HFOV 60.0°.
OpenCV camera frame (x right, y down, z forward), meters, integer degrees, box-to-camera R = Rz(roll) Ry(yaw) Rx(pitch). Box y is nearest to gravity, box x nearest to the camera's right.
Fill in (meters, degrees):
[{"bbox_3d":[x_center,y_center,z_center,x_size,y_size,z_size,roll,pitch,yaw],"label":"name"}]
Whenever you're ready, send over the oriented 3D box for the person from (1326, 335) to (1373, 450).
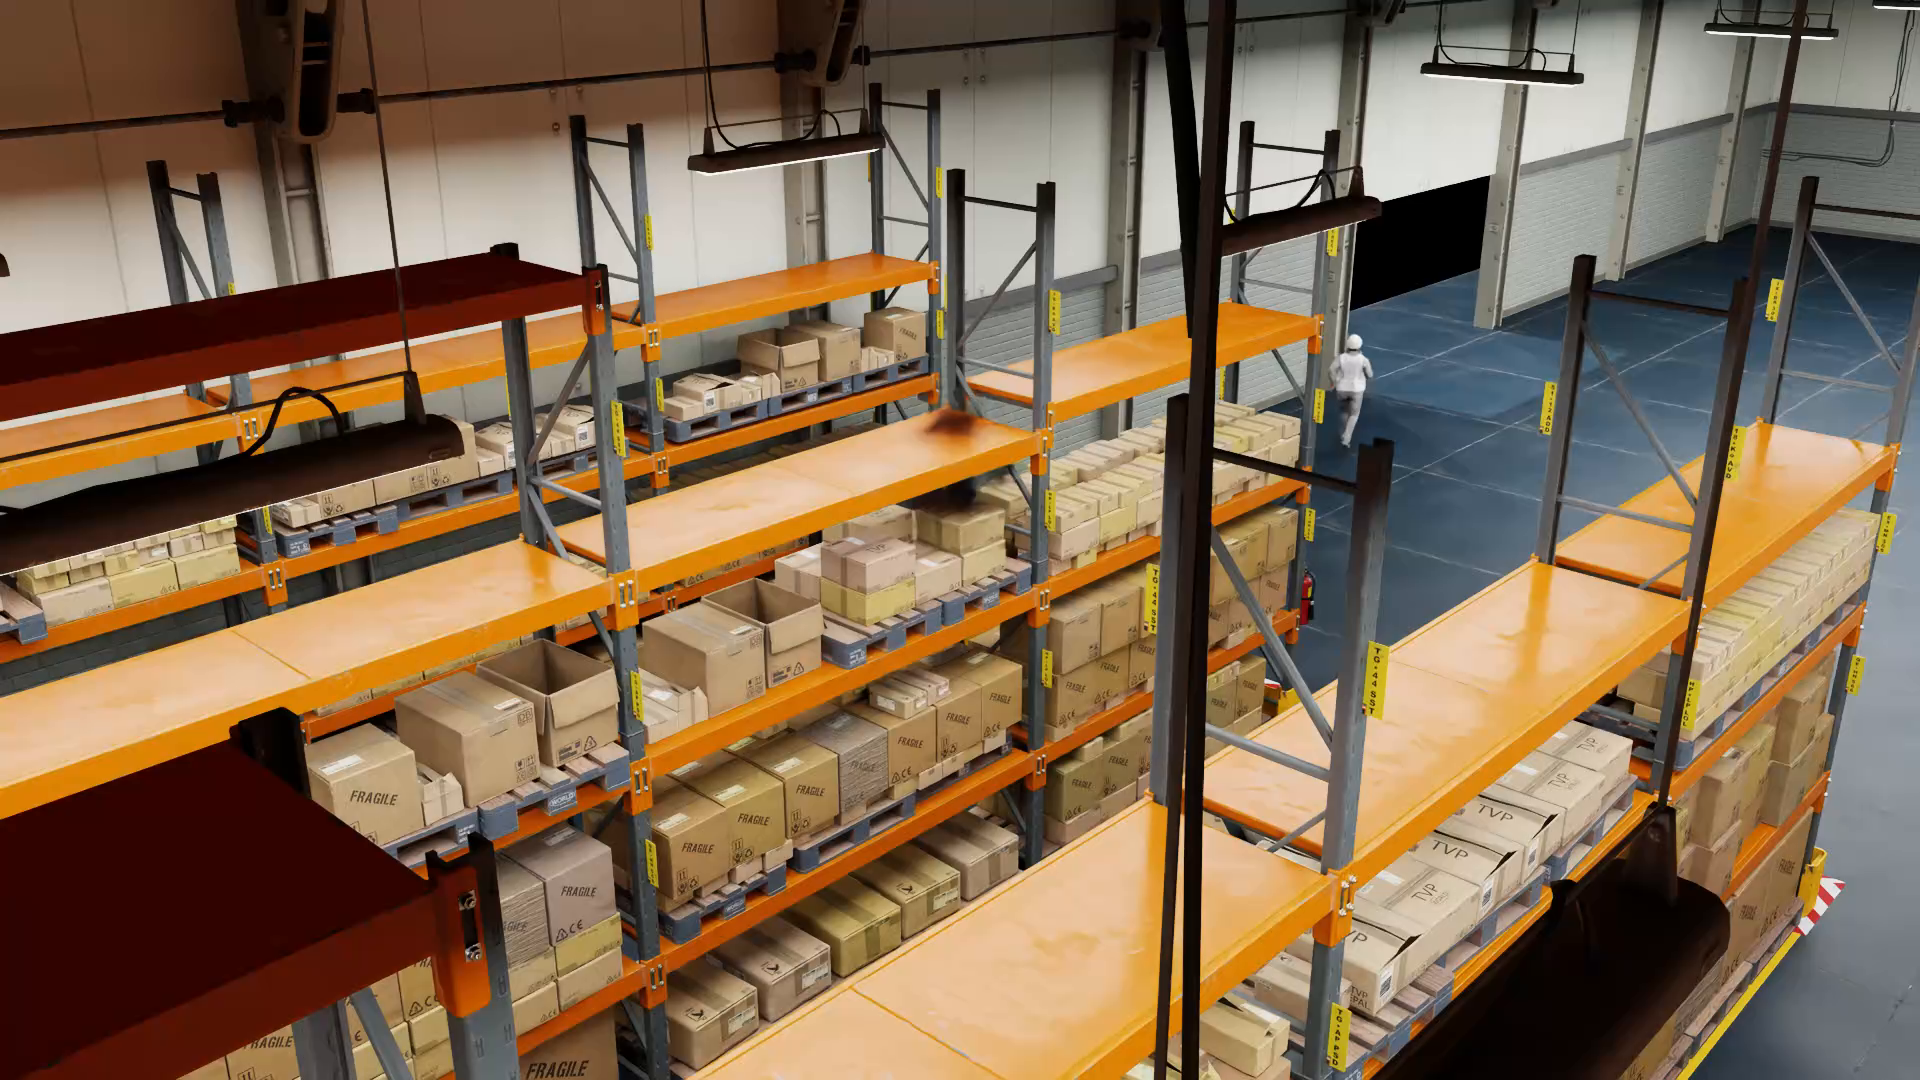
[{"bbox_3d":[5.942,-2.270,25.352,0.650,1.772,0.952,10,24,25],"label":"person"}]
